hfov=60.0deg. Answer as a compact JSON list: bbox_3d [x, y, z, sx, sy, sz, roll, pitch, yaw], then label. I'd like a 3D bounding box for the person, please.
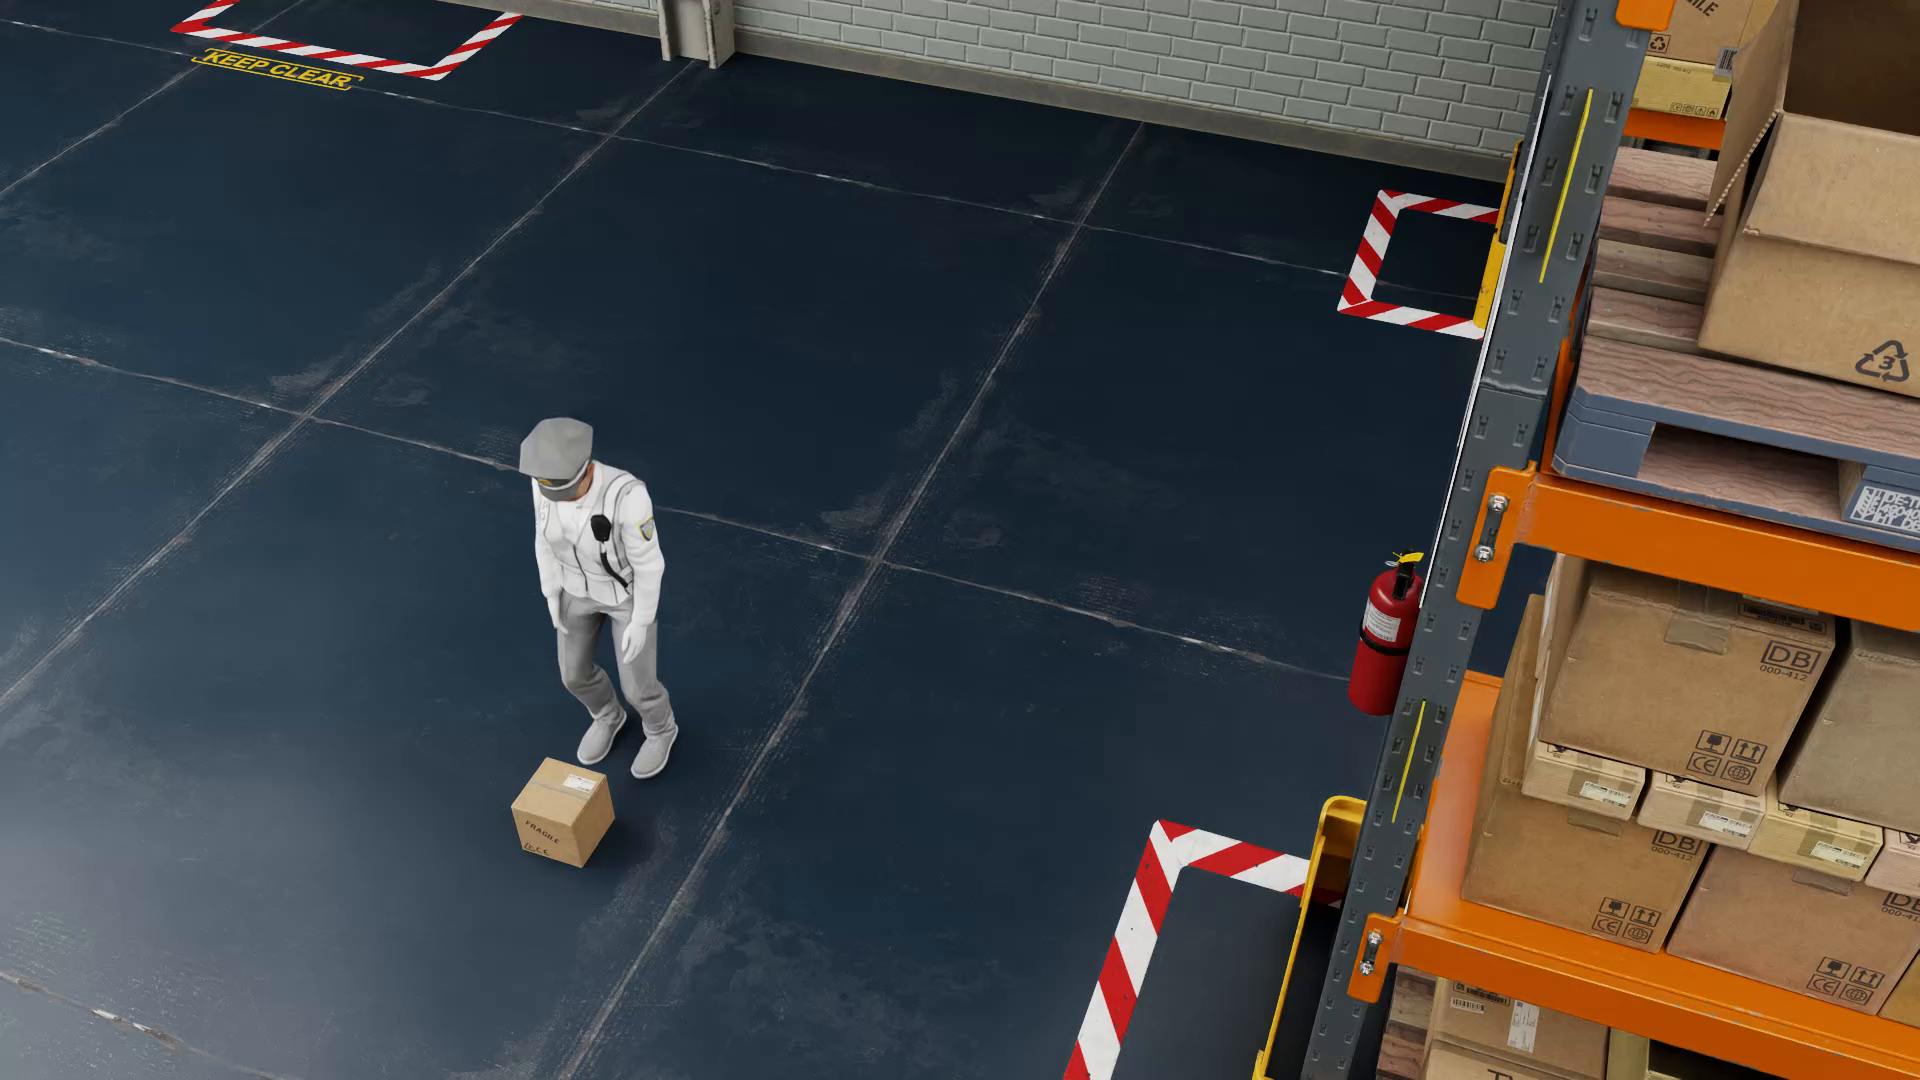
[{"bbox_3d":[-1.268,0.216,5.955,0.500,1.626,0.446,15,44,16],"label":"person"}]
